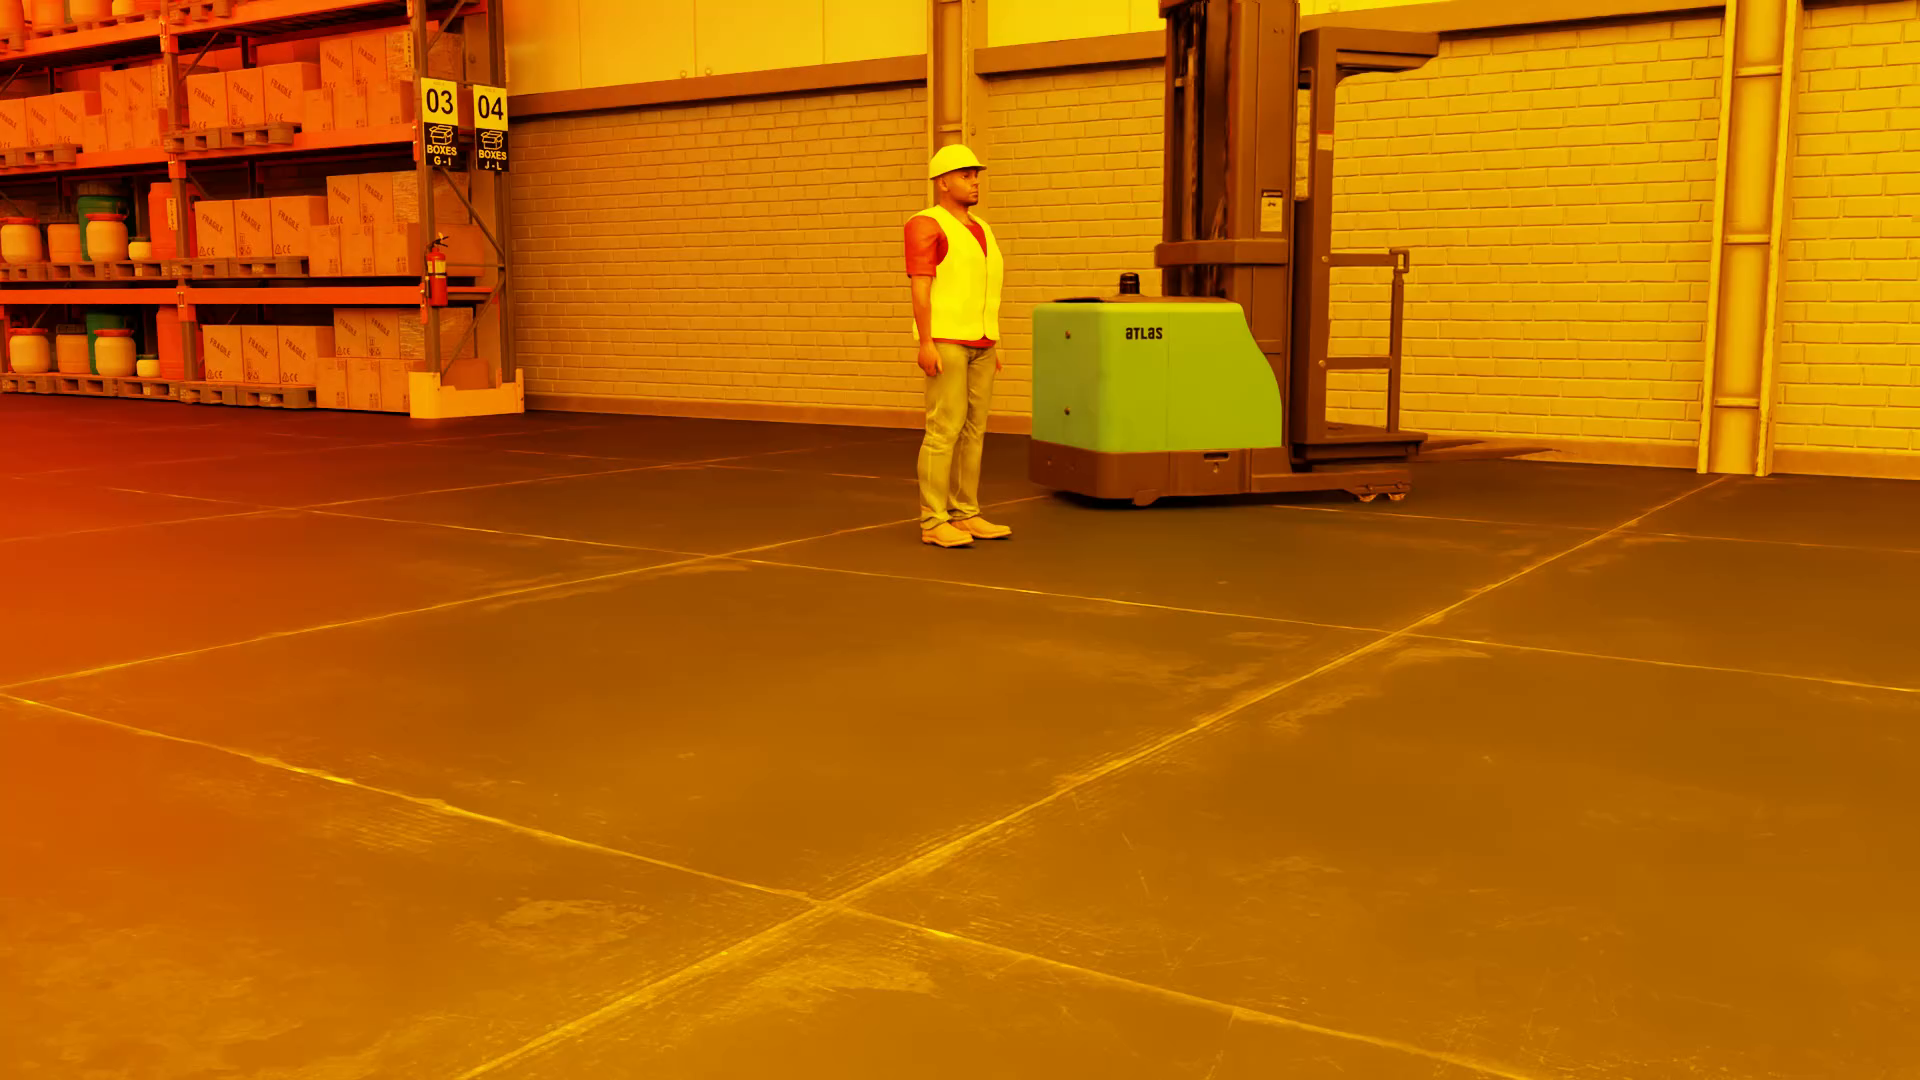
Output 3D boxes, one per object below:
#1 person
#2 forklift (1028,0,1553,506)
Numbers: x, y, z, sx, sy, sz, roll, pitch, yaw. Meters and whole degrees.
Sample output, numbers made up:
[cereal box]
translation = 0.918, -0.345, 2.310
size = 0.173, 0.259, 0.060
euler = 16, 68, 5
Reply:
[person]
translation = 0.008, -0.875, 7.486
size = 0.388, 1.770, 0.556
euler = 5, 10, 34
[forklift]
translation = 1.959, -1.732, 9.375
size = 3.031, 2.935, 1.130
euler = -3, 9, -21
